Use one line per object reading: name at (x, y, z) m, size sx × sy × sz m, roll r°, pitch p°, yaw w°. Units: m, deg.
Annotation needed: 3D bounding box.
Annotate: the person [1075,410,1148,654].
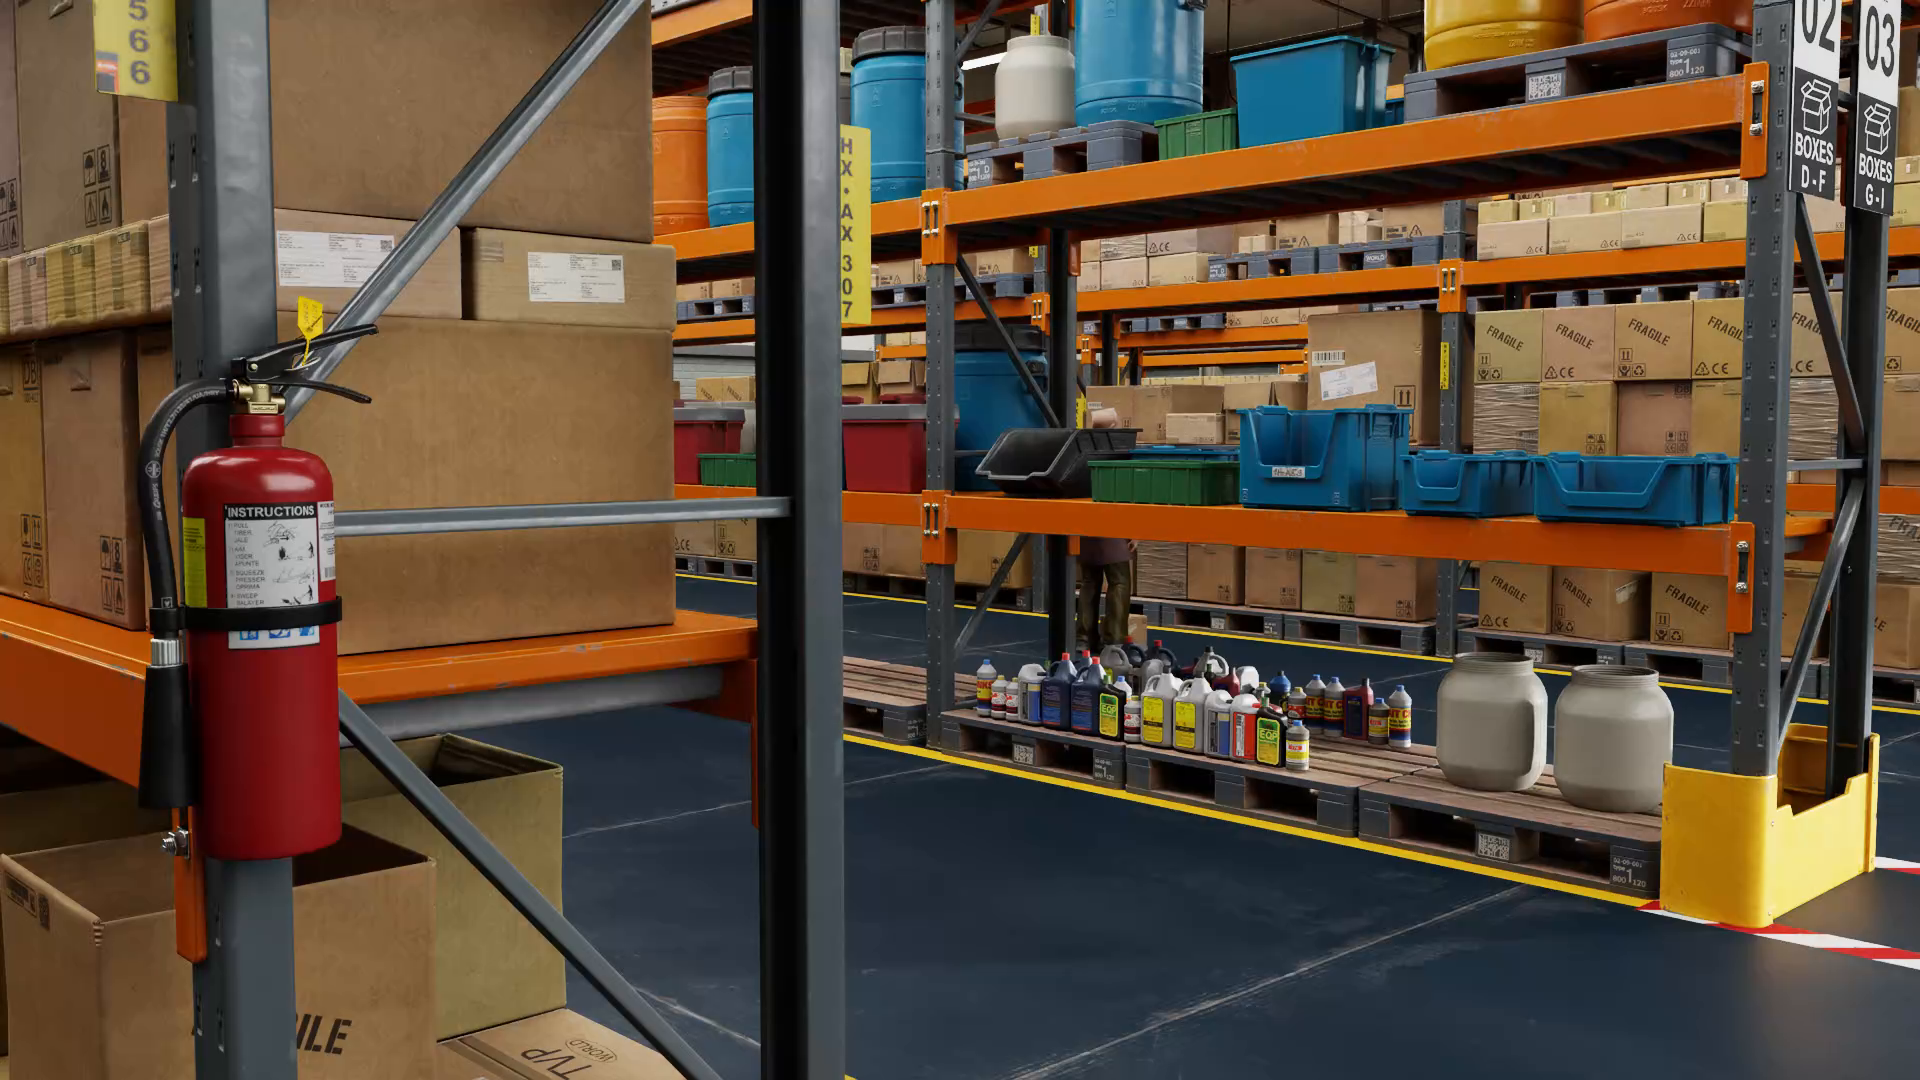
person at (1.046, -0.062, 12.166) m, size 0.420 × 1.774 × 0.643 m, roll -4°, pitch 5°, yaw -44°
